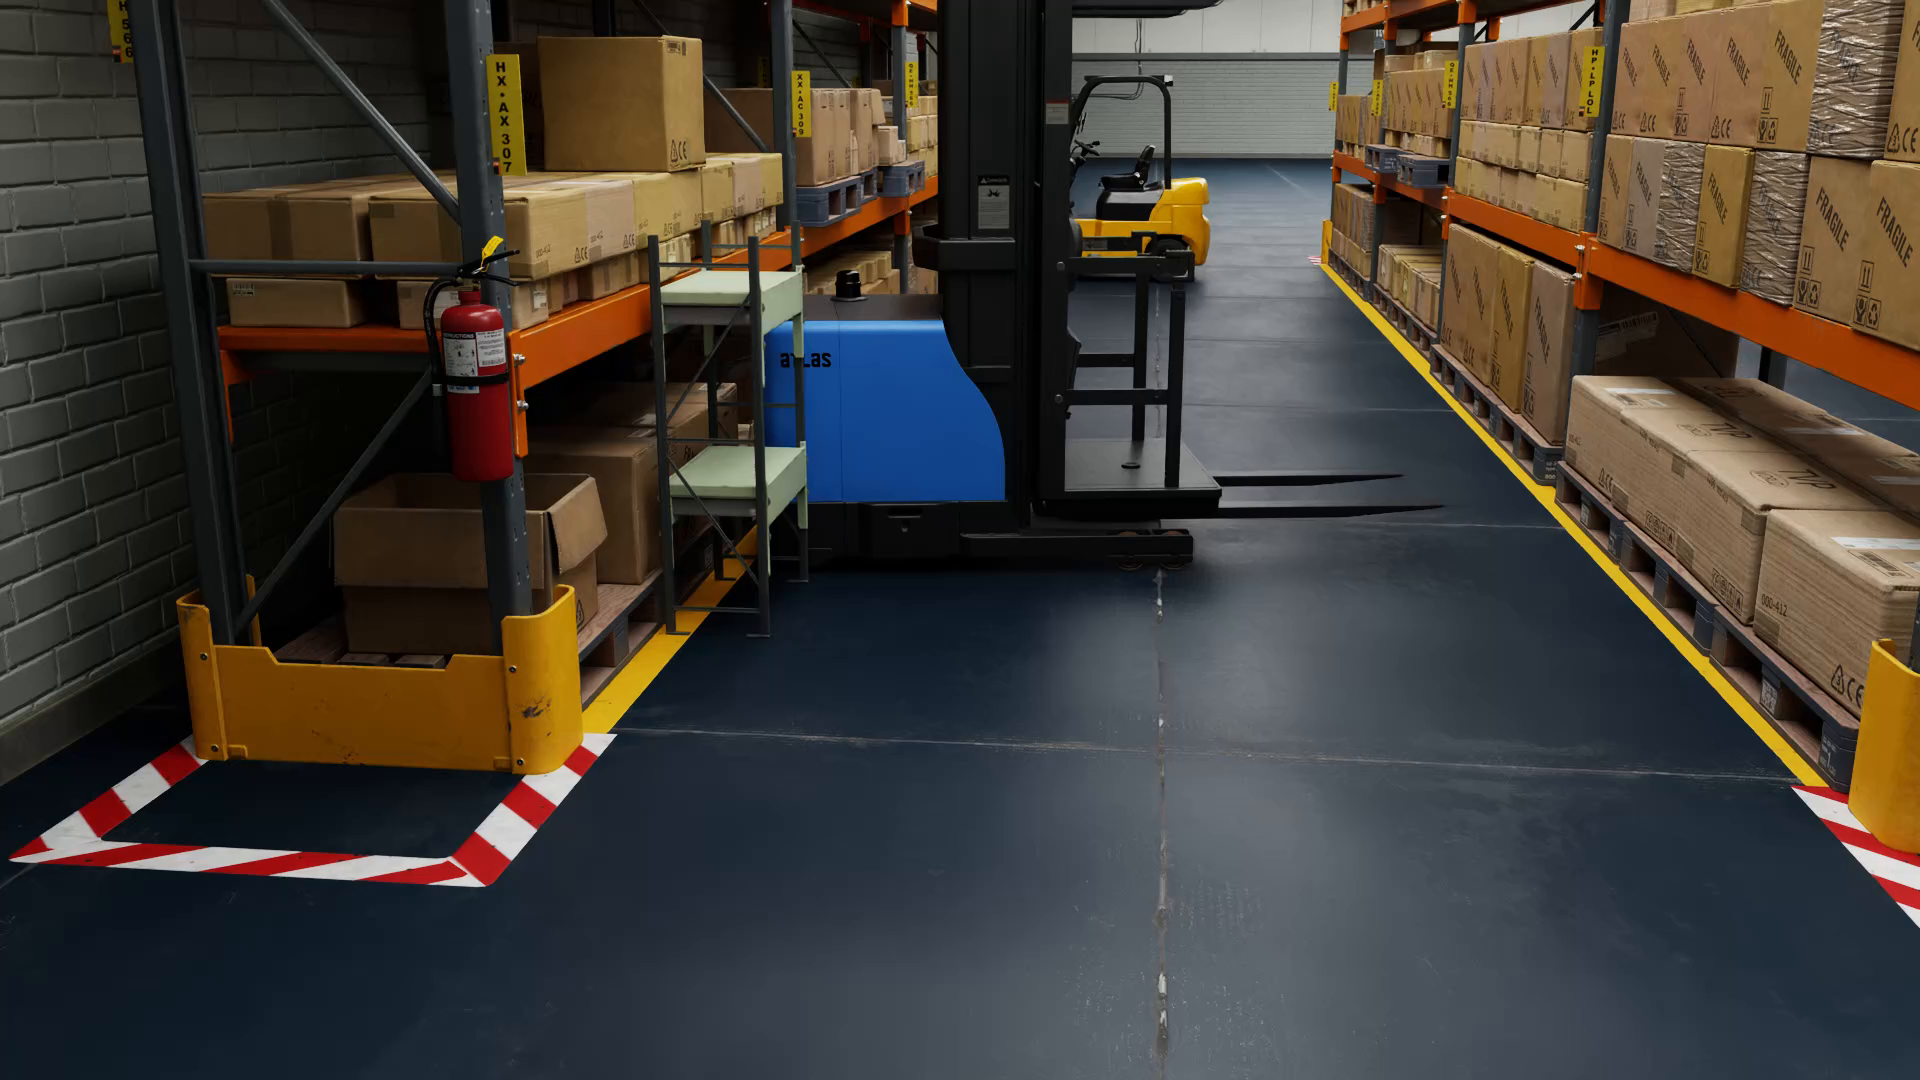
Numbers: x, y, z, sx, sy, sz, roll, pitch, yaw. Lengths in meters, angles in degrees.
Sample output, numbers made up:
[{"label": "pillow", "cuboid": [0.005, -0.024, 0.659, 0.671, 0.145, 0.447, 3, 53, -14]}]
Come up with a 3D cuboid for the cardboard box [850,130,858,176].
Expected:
[{"label": "cardboard box", "cuboid": [-0.813, -2.301, 9.878, 0.396, 0.266, 0.258, 2, 15, 9]}]

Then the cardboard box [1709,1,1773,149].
[{"label": "cardboard box", "cuboid": [3.096, -1.690, 6.057, 0.500, 0.500, 0.500, 2, 15, 6]}]

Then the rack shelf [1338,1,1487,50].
[{"label": "rack shelf", "cuboid": [4.710, -5.363, 17.382, 1.077, 0.370, 4.000, 2, 15, 6]}]

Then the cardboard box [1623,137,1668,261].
[{"label": "cardboard box", "cuboid": [3.208, -1.473, 7.171, 0.500, 0.500, 0.500, 2, 15, 7]}]

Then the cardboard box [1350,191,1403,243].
[{"label": "cardboard box", "cuboid": [4.397, -3.407, 17.542, 0.500, 0.500, 0.500, 3, 15, 9]}]

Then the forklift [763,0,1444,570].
[{"label": "forklift", "cuboid": [0.622, -1.422, 7.305, 3.031, 2.935, 1.130, -1, 15, -2]}]

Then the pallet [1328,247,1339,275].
[{"label": "pallet", "cuboid": [4.800, -3.206, 19.114, 1.003, 0.211, 1.213, 2, 15, 6]}]

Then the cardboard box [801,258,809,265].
[{"label": "cardboard box", "cuboid": [-1.273, -1.900, 11.683, 0.380, 0.149, 0.250, 2, 15, 7]}]

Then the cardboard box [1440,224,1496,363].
[{"label": "cardboard box", "cuboid": [3.872, -1.707, 11.494, 0.875, 0.875, 0.875, 2, 15, 6]}]

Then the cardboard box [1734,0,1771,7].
[{"label": "cardboard box", "cuboid": [3.098, -2.044, 6.126, 0.380, 0.149, 0.250, 2, 15, 6]}]

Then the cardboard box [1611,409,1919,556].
[{"label": "cardboard box", "cuboid": [3.304, -0.243, 6.918, 0.875, 0.438, 0.875, 1, 15, 5]}]

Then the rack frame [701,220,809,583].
[{"label": "rack frame", "cuboid": [-0.836, -0.551, 6.823, 0.400, 1.500, 0.023, 2, 15, 6]}]

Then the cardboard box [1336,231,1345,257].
[{"label": "cardboard box", "cuboid": [4.505, -3.323, 18.670, 0.500, 0.250, 0.500, 2, 15, 8]}]

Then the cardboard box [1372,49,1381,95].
[{"label": "cardboard box", "cuboid": [5.095, -5.317, 18.902, 0.700, 0.500, 0.500, 1, 15, 5]}]

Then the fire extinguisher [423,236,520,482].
[{"label": "fire extinguisher", "cuboid": [-1.359, -0.508, 4.656, 0.296, 0.674, 0.183, 2, 15, 6]}]

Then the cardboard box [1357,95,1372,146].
[{"label": "cardboard box", "cuboid": [4.393, -4.327, 17.155, 0.500, 0.500, 0.500, 2, 15, 8]}]

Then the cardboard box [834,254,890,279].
[{"label": "cardboard box", "cuboid": [-0.704, -1.954, 11.882, 0.380, 0.149, 0.250, 1, 15, 3]}]

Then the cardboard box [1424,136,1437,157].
[{"label": "cardboard box", "cuboid": [3.778, -3.018, 12.754, 0.380, 0.149, 0.250, 2, 15, 6]}]

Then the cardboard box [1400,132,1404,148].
[{"label": "cardboard box", "cuboid": [4.044, -3.486, 14.483, 0.380, 0.149, 0.250, 2, 15, 7]}]

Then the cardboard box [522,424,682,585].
[{"label": "cardboard box", "cuboid": [-1.504, -0.149, 6.452, 0.700, 0.500, 0.500, 2, 15, 9]}]

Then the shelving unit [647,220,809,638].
[{"label": "shelving unit", "cuboid": [-0.877, -0.456, 6.472, 0.431, 1.500, 0.755, 2, 15, 6]}]

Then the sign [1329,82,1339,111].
[{"label": "sign", "cuboid": [4.397, -5.215, 19.544, 0.100, 0.325, 0.005, 2, 15, 6]}]

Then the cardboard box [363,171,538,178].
[{"label": "cardboard box", "cuboid": [-1.894, -1.237, 6.208, 0.500, 0.250, 0.500, 2, 15, 8]}]

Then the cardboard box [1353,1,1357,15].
[{"label": "cardboard box", "cuboid": [4.571, -5.893, 18.444, 0.380, 0.149, 0.250, 2, 15, 8]}]

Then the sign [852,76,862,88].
[{"label": "sign", "cuboid": [-1.000, -4.361, 16.234, 0.100, 0.325, 0.005, 2, 15, 6]}]

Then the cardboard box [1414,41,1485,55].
[{"label": "cardboard box", "cuboid": [4.749, -4.526, 15.977, 0.700, 0.500, 0.500, 2, 15, 6]}]

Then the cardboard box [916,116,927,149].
[{"label": "cardboard box", "cuboid": [-0.549, -3.258, 13.295, 0.500, 0.250, 0.500, 2, 15, 8]}]

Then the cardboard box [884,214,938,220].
[{"label": "cardboard box", "cuboid": [-0.496, -2.810, 16.052, 0.875, 0.625, 0.625, 2, 15, 9]}]

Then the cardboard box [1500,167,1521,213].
[{"label": "cardboard box", "cuboid": [3.570, -2.117, 10.031, 0.500, 0.250, 0.500, 2, 15, 6]}]

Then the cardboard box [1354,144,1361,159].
[{"label": "cardboard box", "cuboid": [4.381, -4.112, 17.603, 0.380, 0.149, 0.250, 2, 15, 7]}]

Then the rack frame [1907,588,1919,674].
[{"label": "rack frame", "cuboid": [3.130, -0.632, 4.251, 1.000, 3.000, 0.127, 2, 15, 6]}]

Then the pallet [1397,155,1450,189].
[{"label": "pallet", "cuboid": [4.008, -2.802, 12.645, 1.213, 0.211, 1.003, 2, 15, 6]}]

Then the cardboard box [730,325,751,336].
[{"label": "cardboard box", "cuboid": [-1.046, -1.209, 9.127, 0.380, 0.149, 0.250, 2, 15, 9]}]

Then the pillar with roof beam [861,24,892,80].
[{"label": "pillar with roof beam", "cuboid": [3.307, -7.542, 18.313, 9.100, 9.000, 0.400, 2, 15, 6]}]

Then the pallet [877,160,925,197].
[{"label": "pallet", "cuboid": [-0.906, -2.581, 11.829, 1.213, 0.211, 1.003, 2, 15, 6]}]

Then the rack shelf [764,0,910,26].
[{"label": "rack shelf", "cuboid": [-1.125, -3.434, 10.246, 1.077, 0.370, 4.000, 2, 15, 6]}]

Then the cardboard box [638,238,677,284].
[{"label": "cardboard box", "cuboid": [-1.298, -1.065, 6.337, 0.380, 0.149, 0.250, 1, 15, 5]}]

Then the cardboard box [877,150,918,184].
[{"label": "cardboard box", "cuboid": [-0.607, -2.887, 12.880, 0.500, 0.250, 0.500, 2, 15, 6]}]

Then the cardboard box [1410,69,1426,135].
[{"label": "cardboard box", "cuboid": [3.911, -3.492, 13.265, 0.500, 0.500, 0.500, 1, 15, 2]}]

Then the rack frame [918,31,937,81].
[{"label": "rack frame", "cuboid": [0.003, -4.927, 20.135, 1.000, 3.000, 0.127, 2, 15, 6]}]

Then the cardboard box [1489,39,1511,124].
[{"label": "cardboard box", "cuboid": [3.614, -2.854, 10.363, 0.500, 0.500, 0.500, 2, 15, 8]}]

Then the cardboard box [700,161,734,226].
[{"label": "cardboard box", "cuboid": [-1.277, -1.487, 7.132, 0.500, 0.250, 0.500, 2, 15, 6]}]

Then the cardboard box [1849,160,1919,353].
[{"label": "cardboard box", "cuboid": [2.922, -0.813, 4.730, 0.500, 0.500, 0.500, 2, 15, 7]}]

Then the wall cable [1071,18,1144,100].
[{"label": "wall cable", "cuboid": [4.061, -14.675, 50.644, 3.097, 2.526, 0.112, 2, 15, 6]}]

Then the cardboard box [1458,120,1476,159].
[{"label": "cardboard box", "cuboid": [3.730, -2.751, 11.420, 0.500, 0.250, 0.500, 2, 15, 6]}]

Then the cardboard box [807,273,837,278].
[{"label": "cardboard box", "cuboid": [-0.959, -1.620, 10.648, 0.380, 0.149, 0.250, 2, 15, 6]}]

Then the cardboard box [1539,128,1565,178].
[{"label": "cardboard box", "cuboid": [3.439, -2.089, 8.972, 0.500, 0.250, 0.500, 2, 15, 8]}]

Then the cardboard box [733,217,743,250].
[{"label": "cardboard box", "cuboid": [-1.205, -1.399, 7.572, 0.380, 0.149, 0.250, 2, 15, 8]}]

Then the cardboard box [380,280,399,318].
[{"label": "cardboard box", "cuboid": [-1.942, -0.813, 5.405, 0.380, 0.149, 0.250, 2, 15, 8]}]

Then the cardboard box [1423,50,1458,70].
[{"label": "cardboard box", "cuboid": [3.937, -3.847, 13.333, 0.380, 0.149, 0.250, 1, 15, 4]}]

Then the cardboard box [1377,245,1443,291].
[{"label": "cardboard box", "cuboid": [4.428, -2.542, 15.546, 0.950, 0.372, 0.625, 2, 15, 7]}]

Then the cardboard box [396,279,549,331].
[{"label": "cardboard box", "cuboid": [-1.492, -0.733, 5.106, 0.380, 0.149, 0.250, 2, 15, 6]}]

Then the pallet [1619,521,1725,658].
[{"label": "pallet", "cuboid": [3.283, 0.189, 6.558, 1.003, 0.211, 1.213, 2, 15, 6]}]

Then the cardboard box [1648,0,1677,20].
[{"label": "cardboard box", "cuboid": [3.275, -2.372, 7.338, 0.380, 0.149, 0.250, 2, 15, 7]}]

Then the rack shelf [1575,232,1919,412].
[{"label": "rack shelf", "cuboid": [3.356, -0.803, 6.263, 1.077, 0.370, 4.000, 2, 15, 6]}]
